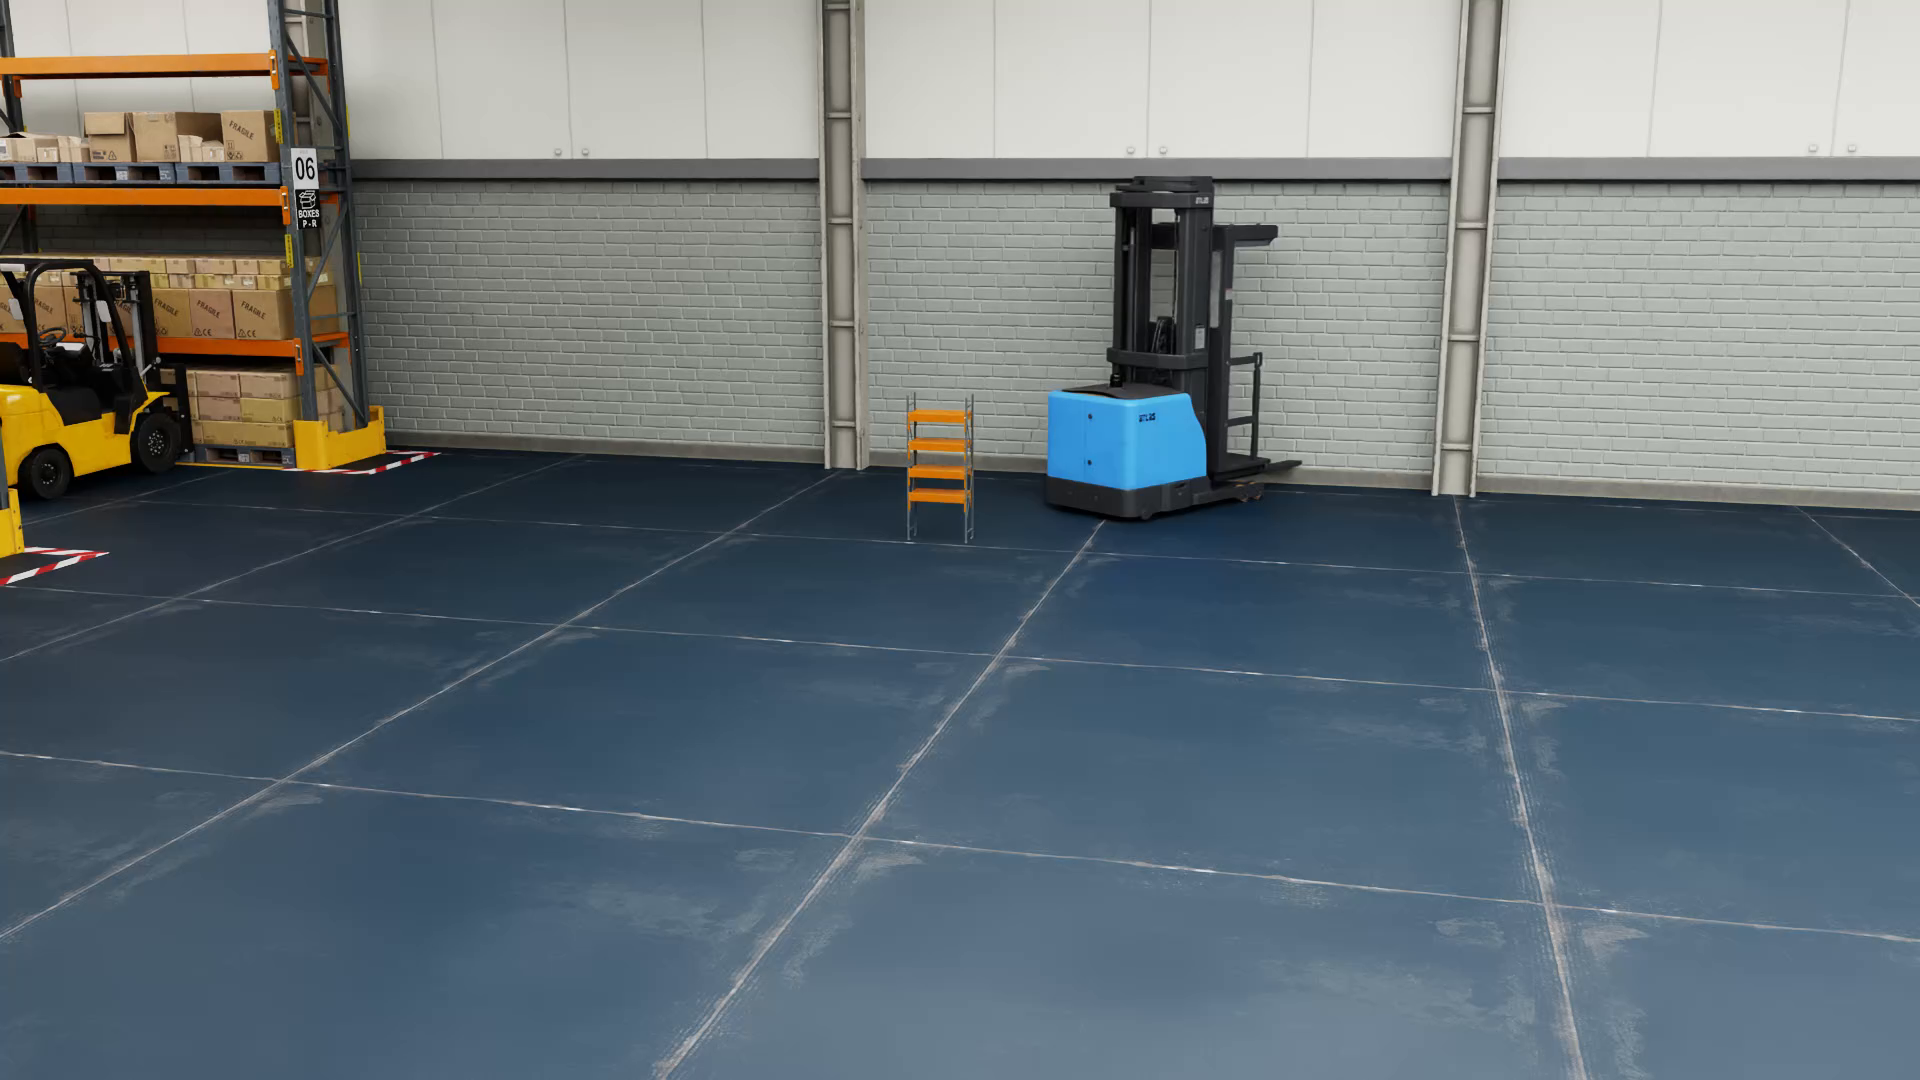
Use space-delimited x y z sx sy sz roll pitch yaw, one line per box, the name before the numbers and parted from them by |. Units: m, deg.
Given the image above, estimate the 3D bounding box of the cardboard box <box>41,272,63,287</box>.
cardboard box | -9.430 -2.758 17.510 0.250 0.149 0.380 3 13 15

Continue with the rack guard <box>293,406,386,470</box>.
rack guard | -6.503 -1.084 17.466 0.348 0.500 1.175 3 13 14

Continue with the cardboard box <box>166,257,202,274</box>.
cardboard box | -7.935 -2.824 17.120 0.250 0.149 0.380 3 13 15

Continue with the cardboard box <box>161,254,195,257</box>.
cardboard box | -8.296 -2.965 17.758 0.250 0.149 0.380 3 13 14

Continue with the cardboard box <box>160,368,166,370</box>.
cardboard box | -8.527 -1.692 17.505 0.500 0.250 0.500 3 13 12

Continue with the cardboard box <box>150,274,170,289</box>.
cardboard box | -8.181 -2.692 17.213 0.250 0.149 0.380 3 13 14

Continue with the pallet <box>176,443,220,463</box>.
pallet | -8.459 -1.039 17.930 1.213 0.211 1.003 3 13 14

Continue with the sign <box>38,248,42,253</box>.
sign | -10.278 -3.091 18.561 0.005 0.325 0.100 3 13 14

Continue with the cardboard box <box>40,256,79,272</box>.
cardboard box | -9.420 -2.904 17.483 0.250 0.149 0.380 3 13 15

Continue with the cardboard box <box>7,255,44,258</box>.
cardboard box | -9.891 -2.954 17.709 0.250 0.149 0.380 3 13 14

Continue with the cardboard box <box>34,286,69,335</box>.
cardboard box | -9.532 -2.461 17.669 0.500 0.500 0.500 3 13 15

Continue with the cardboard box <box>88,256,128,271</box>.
cardboard box | -8.901 -2.895 17.442 0.250 0.149 0.380 3 13 13

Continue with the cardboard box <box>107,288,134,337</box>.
cardboard box | -8.557 -2.404 17.413 0.500 0.500 0.500 3 13 14

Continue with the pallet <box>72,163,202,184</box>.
pallet | -8.395 -3.832 17.359 1.213 0.211 1.003 3 13 14

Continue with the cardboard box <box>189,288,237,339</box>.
cardboard box | -7.568 -2.354 17.187 0.500 0.500 0.500 3 13 15

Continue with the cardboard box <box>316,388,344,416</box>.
cardboard box | -6.933 -1.481 17.706 0.500 0.250 0.500 3 13 15

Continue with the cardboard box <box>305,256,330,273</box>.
cardboard box | -6.801 -2.879 17.369 0.250 0.149 0.380 3 13 12

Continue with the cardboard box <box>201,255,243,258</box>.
cardboard box | -7.805 -2.935 17.620 0.250 0.149 0.380 3 13 15

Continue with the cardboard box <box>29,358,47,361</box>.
cardboard box | -9.885 -1.879 18.349 0.500 0.250 0.500 3 13 15

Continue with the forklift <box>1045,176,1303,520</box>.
forklift | 2.185 -1.851 15.310 3.031 2.935 1.130 -12 17 -42

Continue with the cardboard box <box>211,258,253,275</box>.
cardboard box | -7.432 -2.805 17.036 0.250 0.149 0.380 3 13 15

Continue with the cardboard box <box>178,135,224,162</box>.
cardboard box | -7.650 -3.951 16.800 0.258 0.266 0.396 3 13 14

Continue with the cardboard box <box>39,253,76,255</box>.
cardboard box | -9.794 -3.049 18.137 0.250 0.149 0.380 3 13 12

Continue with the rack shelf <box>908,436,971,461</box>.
rack shelf | -0.161 -0.747 13.609 0.480 0.148 0.258 3 13 14

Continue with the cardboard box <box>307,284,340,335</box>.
cardboard box | -6.941 -2.439 17.570 0.500 0.500 0.500 3 13 15

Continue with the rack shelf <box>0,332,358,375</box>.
rack shelf | -8.468 -2.058 17.747 4.000 0.370 1.077 3 13 14

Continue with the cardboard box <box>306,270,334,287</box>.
cardboard box | -6.793 -2.743 17.445 0.250 0.149 0.380 3 13 12

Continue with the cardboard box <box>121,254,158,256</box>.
cardboard box | -8.792 -2.998 17.905 0.250 0.149 0.380 3 13 13

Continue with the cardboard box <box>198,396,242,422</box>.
cardboard box | -7.558 -1.400 17.344 0.500 0.250 0.500 3 13 13

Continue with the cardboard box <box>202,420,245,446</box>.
cardboard box | -7.539 -1.154 17.389 0.500 0.250 0.500 3 13 14

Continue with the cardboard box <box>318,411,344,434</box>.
cardboard box | -6.956 -1.235 17.754 0.500 0.250 0.500 3 13 14

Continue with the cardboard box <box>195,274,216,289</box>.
cardboard box | -7.660 -2.679 17.155 0.250 0.149 0.380 3 13 13

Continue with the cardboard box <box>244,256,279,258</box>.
cardboard box | -7.307 -2.910 17.510 0.250 0.149 0.380 3 13 15

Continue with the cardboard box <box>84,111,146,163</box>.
cardboard box | -8.544 -4.159 17.189 0.637 0.503 0.797 3 13 15

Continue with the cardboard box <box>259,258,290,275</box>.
cardboard box | -6.924 -2.791 16.972 0.250 0.149 0.380 3 13 14

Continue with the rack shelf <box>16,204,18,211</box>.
rack shelf | -12.351 -3.730 18.358 4.000 0.370 1.077 3 13 14

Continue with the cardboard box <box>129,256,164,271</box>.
cardboard box | -8.415 -2.869 17.325 0.250 0.149 0.380 3 13 14

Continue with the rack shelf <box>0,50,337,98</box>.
rack shelf | -8.468 -4.792 17.141 4.000 0.370 1.077 3 13 14

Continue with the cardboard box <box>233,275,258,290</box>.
cardboard box | -7.185 -2.637 16.967 0.250 0.149 0.380 3 13 14

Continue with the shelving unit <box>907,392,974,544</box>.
shelving unit | -0.161 -0.594 13.642 0.503 1.200 0.258 3 13 14

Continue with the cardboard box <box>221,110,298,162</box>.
cardboard box | -7.014 -4.045 16.682 0.500 0.500 0.500 3 13 15

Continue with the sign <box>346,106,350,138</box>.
sign | -6.387 -4.352 17.298 0.005 0.325 0.100 3 13 14

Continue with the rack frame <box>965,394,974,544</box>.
rack frame | 0.076 -0.582 13.585 0.015 1.200 0.240 3 13 14

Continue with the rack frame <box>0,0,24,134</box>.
rack frame | -10.410 -5.442 17.487 0.127 3.000 1.000 3 13 14

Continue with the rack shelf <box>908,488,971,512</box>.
rack shelf | -0.161 -0.335 13.700 0.480 0.148 0.258 3 13 14

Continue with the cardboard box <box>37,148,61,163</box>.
cardboard box | -9.301 -3.982 17.210 0.250 0.149 0.380 3 13 15

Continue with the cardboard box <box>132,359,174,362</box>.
cardboard box | -8.902 -1.827 18.114 0.500 0.250 0.500 3 13 14

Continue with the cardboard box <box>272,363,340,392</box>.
cardboard box | -6.947 -1.721 17.637 0.500 0.250 0.500 3 13 13

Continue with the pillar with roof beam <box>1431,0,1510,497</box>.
pillar with roof beam | 3.633 -3.932 10.681 0.400 9.000 9.100 3 13 14

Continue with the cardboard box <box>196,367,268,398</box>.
cardboard box | -7.545 -1.640 17.271 0.500 0.250 0.500 3 13 15

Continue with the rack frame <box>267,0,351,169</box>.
rack frame | -6.526 -5.235 16.551 0.127 3.000 1.000 3 13 14

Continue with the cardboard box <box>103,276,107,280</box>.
cardboard box | -8.927 -2.735 17.405 0.250 0.149 0.380 3 13 12

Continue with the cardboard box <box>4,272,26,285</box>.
cardboard box | -9.911 -2.794 17.673 0.250 0.149 0.380 3 13 15

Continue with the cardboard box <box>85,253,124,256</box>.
cardboard box | -9.275 -3.039 18.089 0.250 0.149 0.380 3 13 12

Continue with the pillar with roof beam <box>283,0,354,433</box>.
pillar with roof beam | -8.018 -4.555 13.488 0.400 9.000 9.100 3 13 14

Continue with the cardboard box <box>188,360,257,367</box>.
cardboard box | -7.916 -1.775 17.878 0.500 0.250 0.500 3 13 13

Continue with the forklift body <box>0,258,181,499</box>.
forklift body | -8.804 -1.606 16.008 1.214 2.155 2.313 3 13 14

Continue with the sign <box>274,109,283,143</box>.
sign | -6.670 -4.050 16.278 0.005 0.325 0.100 3 13 14
